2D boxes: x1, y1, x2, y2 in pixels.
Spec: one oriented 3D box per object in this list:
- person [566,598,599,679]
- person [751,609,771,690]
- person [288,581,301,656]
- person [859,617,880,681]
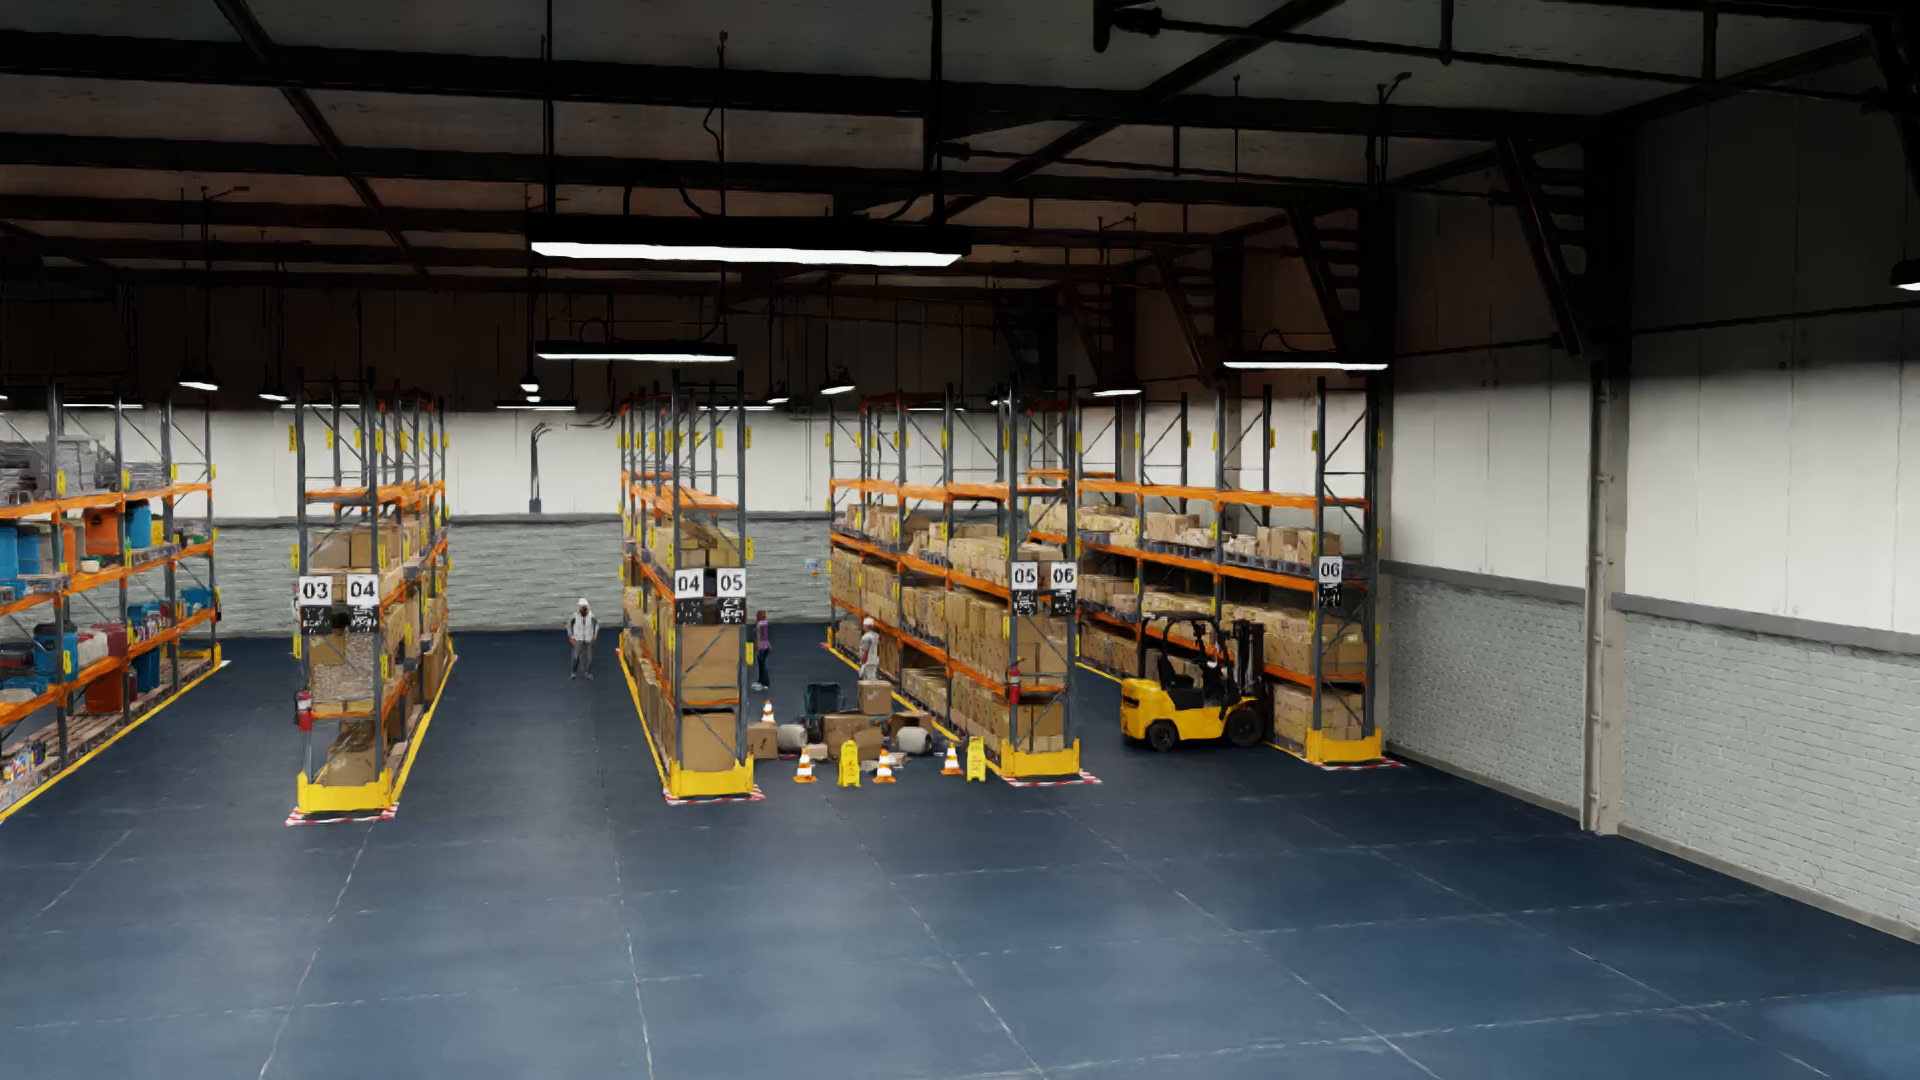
[{"bbox_3d":[-7.901,2.067,34.867,0.677,1.726,0.574,-1,4,-16],"label":"person"},{"bbox_3d":[-4.021,2.196,33.460,0.450,1.599,0.467,1,4,16],"label":"person"},{"bbox_3d":[-15.345,1.818,38.815,0.558,1.735,0.632,3,5,43],"label":"person"},{"bbox_3d":[-1.688,2.289,30.271,0.583,1.786,0.658,1,3,11],"label":"person"}]
